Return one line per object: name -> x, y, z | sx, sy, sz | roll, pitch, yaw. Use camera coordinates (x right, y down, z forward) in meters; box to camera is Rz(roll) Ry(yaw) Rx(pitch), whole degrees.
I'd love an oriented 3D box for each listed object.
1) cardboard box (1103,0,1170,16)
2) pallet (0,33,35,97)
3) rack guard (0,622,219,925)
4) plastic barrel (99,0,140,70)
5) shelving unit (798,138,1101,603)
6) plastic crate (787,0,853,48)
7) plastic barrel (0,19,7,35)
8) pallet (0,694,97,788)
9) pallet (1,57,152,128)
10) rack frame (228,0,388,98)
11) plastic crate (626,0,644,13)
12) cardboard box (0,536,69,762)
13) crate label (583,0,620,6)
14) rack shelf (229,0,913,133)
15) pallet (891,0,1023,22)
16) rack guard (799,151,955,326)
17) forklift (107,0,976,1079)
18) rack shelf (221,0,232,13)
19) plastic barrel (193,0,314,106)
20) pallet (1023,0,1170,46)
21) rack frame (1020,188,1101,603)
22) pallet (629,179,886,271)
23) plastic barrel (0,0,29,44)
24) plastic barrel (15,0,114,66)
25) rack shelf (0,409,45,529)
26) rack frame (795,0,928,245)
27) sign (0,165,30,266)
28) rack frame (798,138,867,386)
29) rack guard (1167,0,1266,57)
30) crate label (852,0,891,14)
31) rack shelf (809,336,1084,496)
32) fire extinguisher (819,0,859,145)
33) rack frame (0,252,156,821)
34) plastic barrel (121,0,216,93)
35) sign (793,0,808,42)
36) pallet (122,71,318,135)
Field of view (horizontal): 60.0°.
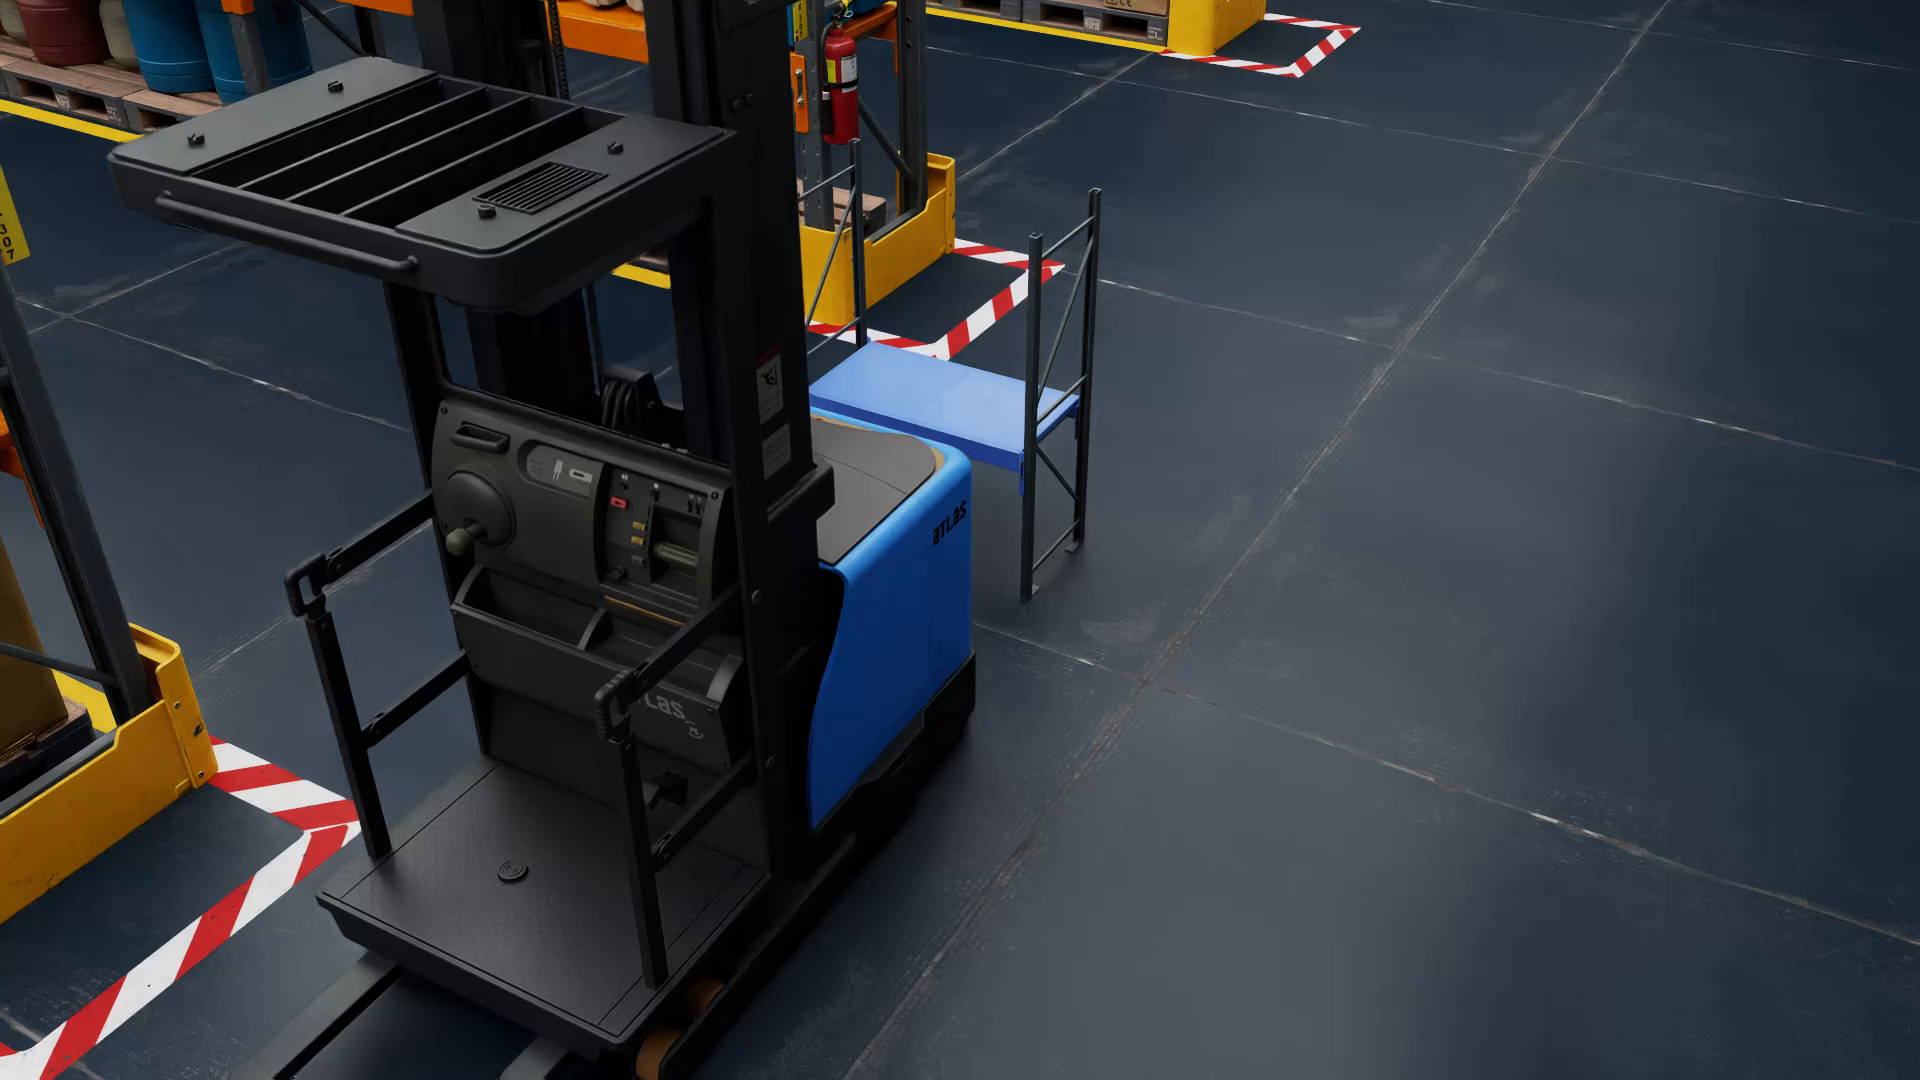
cardboard box -> 1.396, -4.196, 12.202 | 0.500, 0.500, 0.500 | 18, 37, 24
pallet -> -6.711, -3.482, 11.788 | 1.213, 0.211, 1.003 | 18, 37, 24
rack guard -> -2.908, 0.791, 5.111 | 0.348, 0.500, 1.175 | 18, 37, 24
plastic barrel -> -5.468, -3.429, 11.059 | 0.421, 0.512, 0.421 | 0, 34, 0
shelving unit -> -0.074, -0.648, 6.370 | 1.048, 1.500, 0.538 | 18, 37, 24
plastic crate -> -0.854, -2.681, 7.984 | 0.499, 0.435, 0.616 | 18, 37, 24
plastic barrel -> -6.983, -3.984, 11.606 | 0.708, 0.830, 0.600 | 18, 37, 24
pallet -> -3.662, 0.723, 5.474 | 1.213, 0.211, 1.003 | 18, 37, 24
pallet -> -5.656, -3.146, 11.284 | 1.213, 0.211, 1.003 | 18, 37, 24
rack frame -> -3.944, -3.739, 9.659 | 0.127, 3.000, 1.000 | 18, 37, 24
plastic crate -> -1.513, -2.778, 8.400 | 0.243, 0.136, 0.396 | 18, 37, 24
cardboard box -> -3.524, 0.316, 5.107 | 0.875, 0.875, 0.875 | 18, 37, 24
crate label -> -1.767, -2.843, 8.497 | 0.243, 0.136, 0.396 | 18, 37, 24
rack shelf -> -2.207, -2.890, 9.032 | 4.000, 0.370, 1.077 | 18, 37, 24
pallet -> 0.176, -4.437, 13.223 | 1.213, 0.211, 1.003 | 18, 37, 24
rack guard -> -0.444, -1.598, 8.699 | 0.348, 0.500, 1.175 | 18, 37, 24
forklift -> -1.100, -0.024, 4.141 | 1.130, 2.935, 3.031 | 17, 37, 24
rack shelf -> -5.680, -3.990, 10.684 | 4.000, 0.370, 1.077 | 18, 37, 24
plastic barrel -> -4.408, -3.198, 10.361 | 0.708, 0.901, 0.600 | 18, 37, 24
pallet -> 1.231, -4.101, 12.718 | 1.213, 0.211, 1.003 | 18, 37, 24
rack frame -> 0.367, -0.508, 6.160 | 0.032, 1.500, 0.500 | 18, 37, 24
pallet -> -1.168, -1.724, 9.149 | 1.213, 0.211, 1.003 | 18, 37, 24
plastic barrel -> -6.449, -3.740, 11.526 | 0.421, 0.512, 0.421 | 0, 34, 0
plastic barrel -> -6.003, -3.573, 11.207 | 0.708, 0.588, 0.600 | 18, 37, 24
rack shelf -> -4.665, -0.506, 5.453 | 4.000, 0.370, 1.077 | 18, 37, 24
rack frame -> -0.471, -2.639, 8.007 | 0.127, 3.000, 1.000 | 18, 37, 24
sign -> -2.648, -0.914, 4.564 | 0.005, 0.325, 0.100 | 18, 37, 24
rack frame -> -0.515, -0.788, 6.579 | 0.032, 1.500, 0.500 | 18, 37, 24
rack guard -> 1.924, -4.002, 12.309 | 0.348, 0.500, 1.175 | 18, 37, 24
crate label -> -0.522, -2.821, 8.377 | 0.303, 0.233, 0.416 | 18, 37, 24
rack shelf -> -0.074, -0.498, 6.469 | 1.000, 0.185, 0.538 | 18, 37, 24
fire extinguisher -> -0.565, -2.192, 7.741 | 0.183, 0.674, 0.296 | 18, 37, 24
rack frame -> -2.928, -0.256, 4.428 | 0.127, 3.000, 1.000 | 18, 37, 24
plastic barrel -> -5.022, -3.393, 10.654 | 0.708, 0.901, 0.600 | 18, 37, 24
sign -> -0.730, -2.438, 7.558 | 0.005, 0.325, 0.100 | 18, 37, 24
pallet -> -4.593, -2.811, 10.781 | 1.213, 0.211, 1.003 | 18, 37, 24
